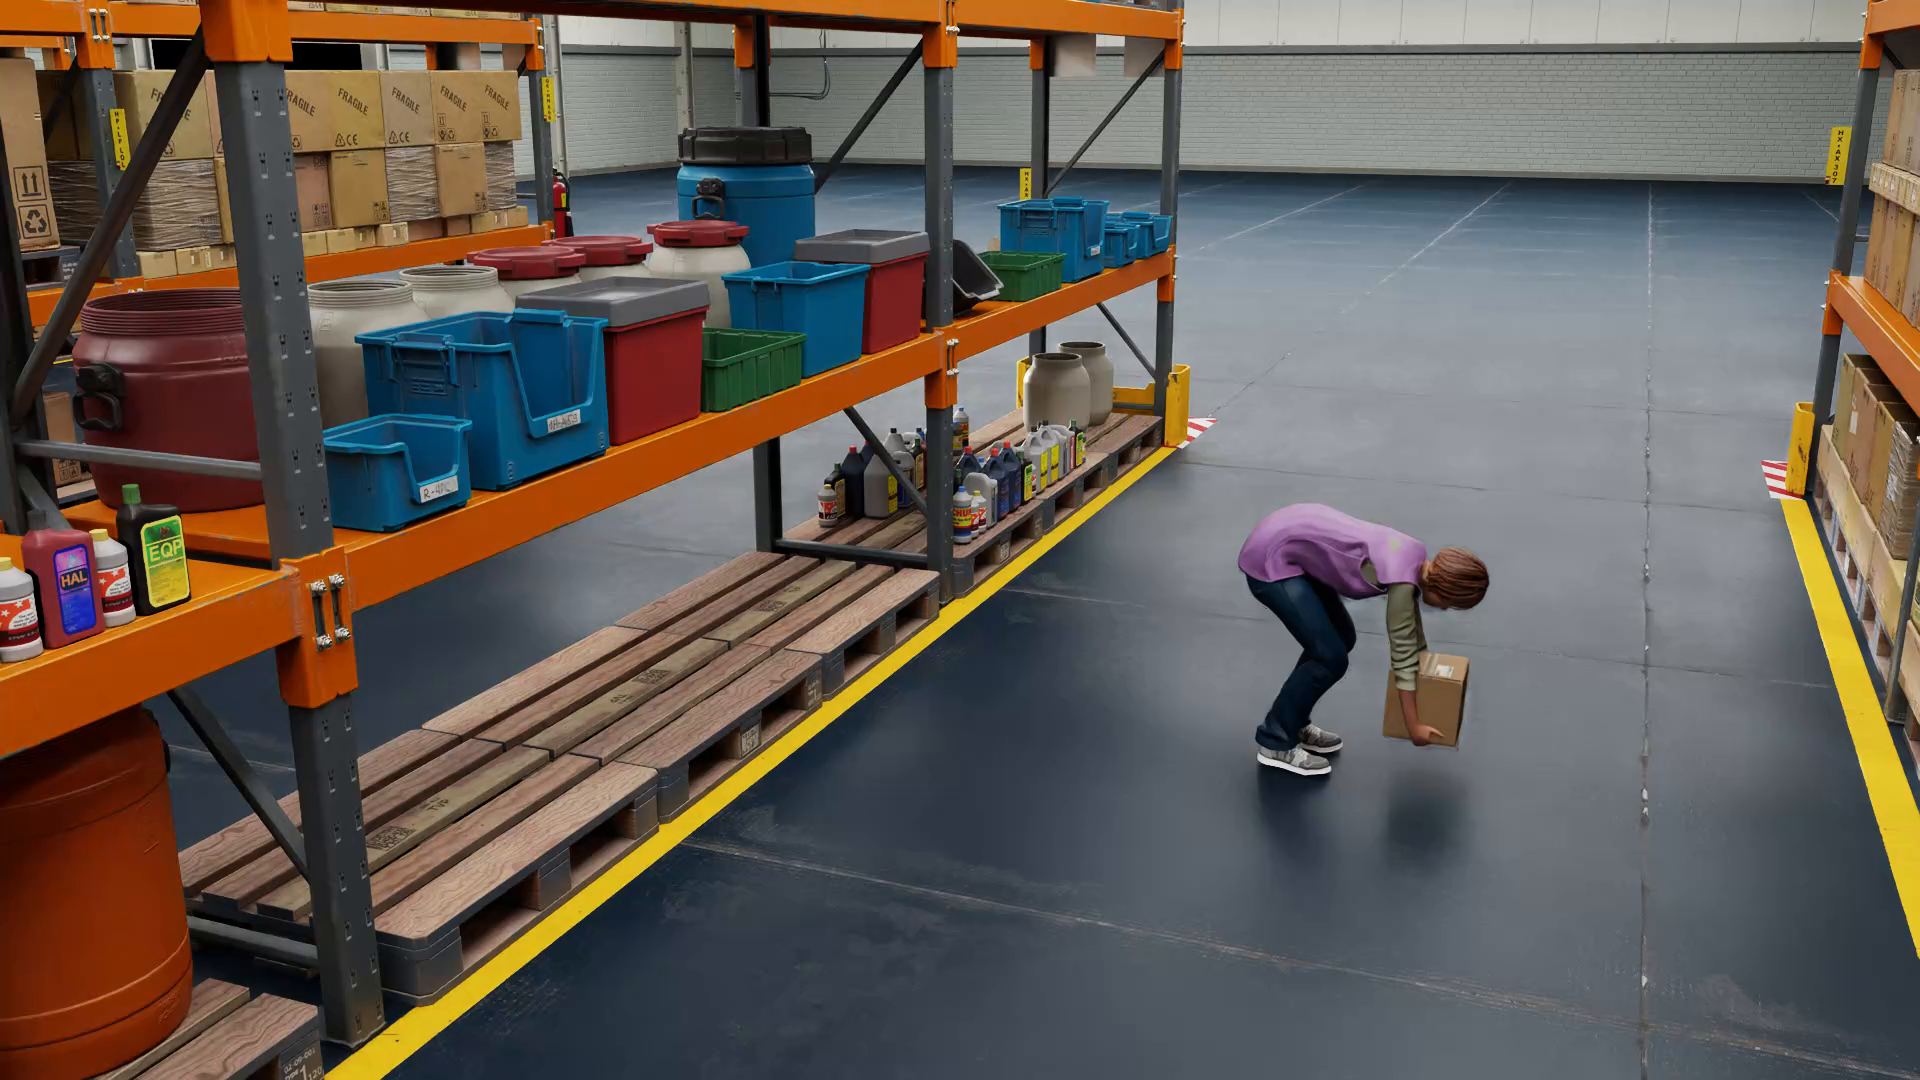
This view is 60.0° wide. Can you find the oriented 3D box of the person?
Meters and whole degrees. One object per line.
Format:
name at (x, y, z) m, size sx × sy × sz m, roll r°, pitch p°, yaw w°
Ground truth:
person at (1.416, 0.362, 5.937) m, size 0.868 × 0.959 × 0.409 m, roll 5°, pitch 17°, yaw 18°
